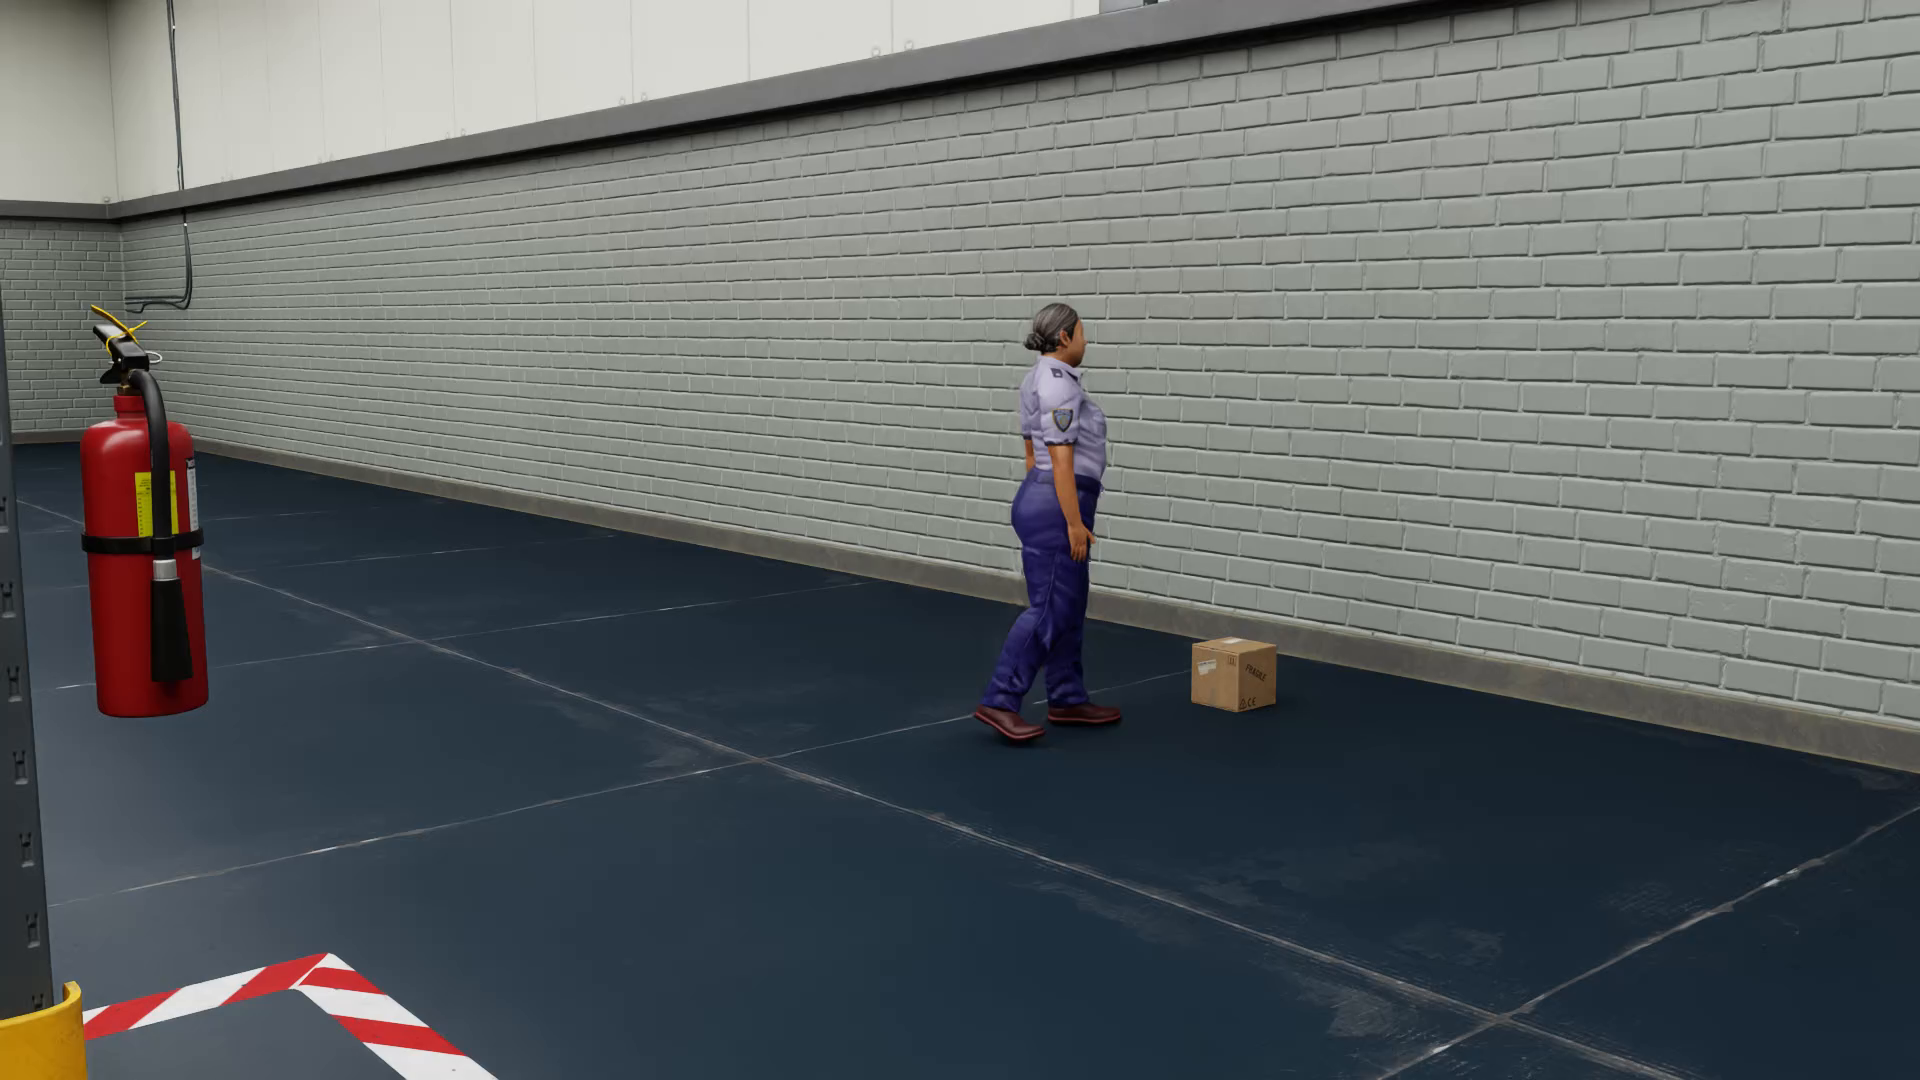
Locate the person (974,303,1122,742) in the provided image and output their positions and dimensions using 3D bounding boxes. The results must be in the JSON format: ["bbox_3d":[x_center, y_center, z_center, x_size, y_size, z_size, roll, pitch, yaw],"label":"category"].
[{"bbox_3d":[0.350,-0.077,6.369,0.614,1.647,0.521,-1,8,-5],"label":"person"}]
